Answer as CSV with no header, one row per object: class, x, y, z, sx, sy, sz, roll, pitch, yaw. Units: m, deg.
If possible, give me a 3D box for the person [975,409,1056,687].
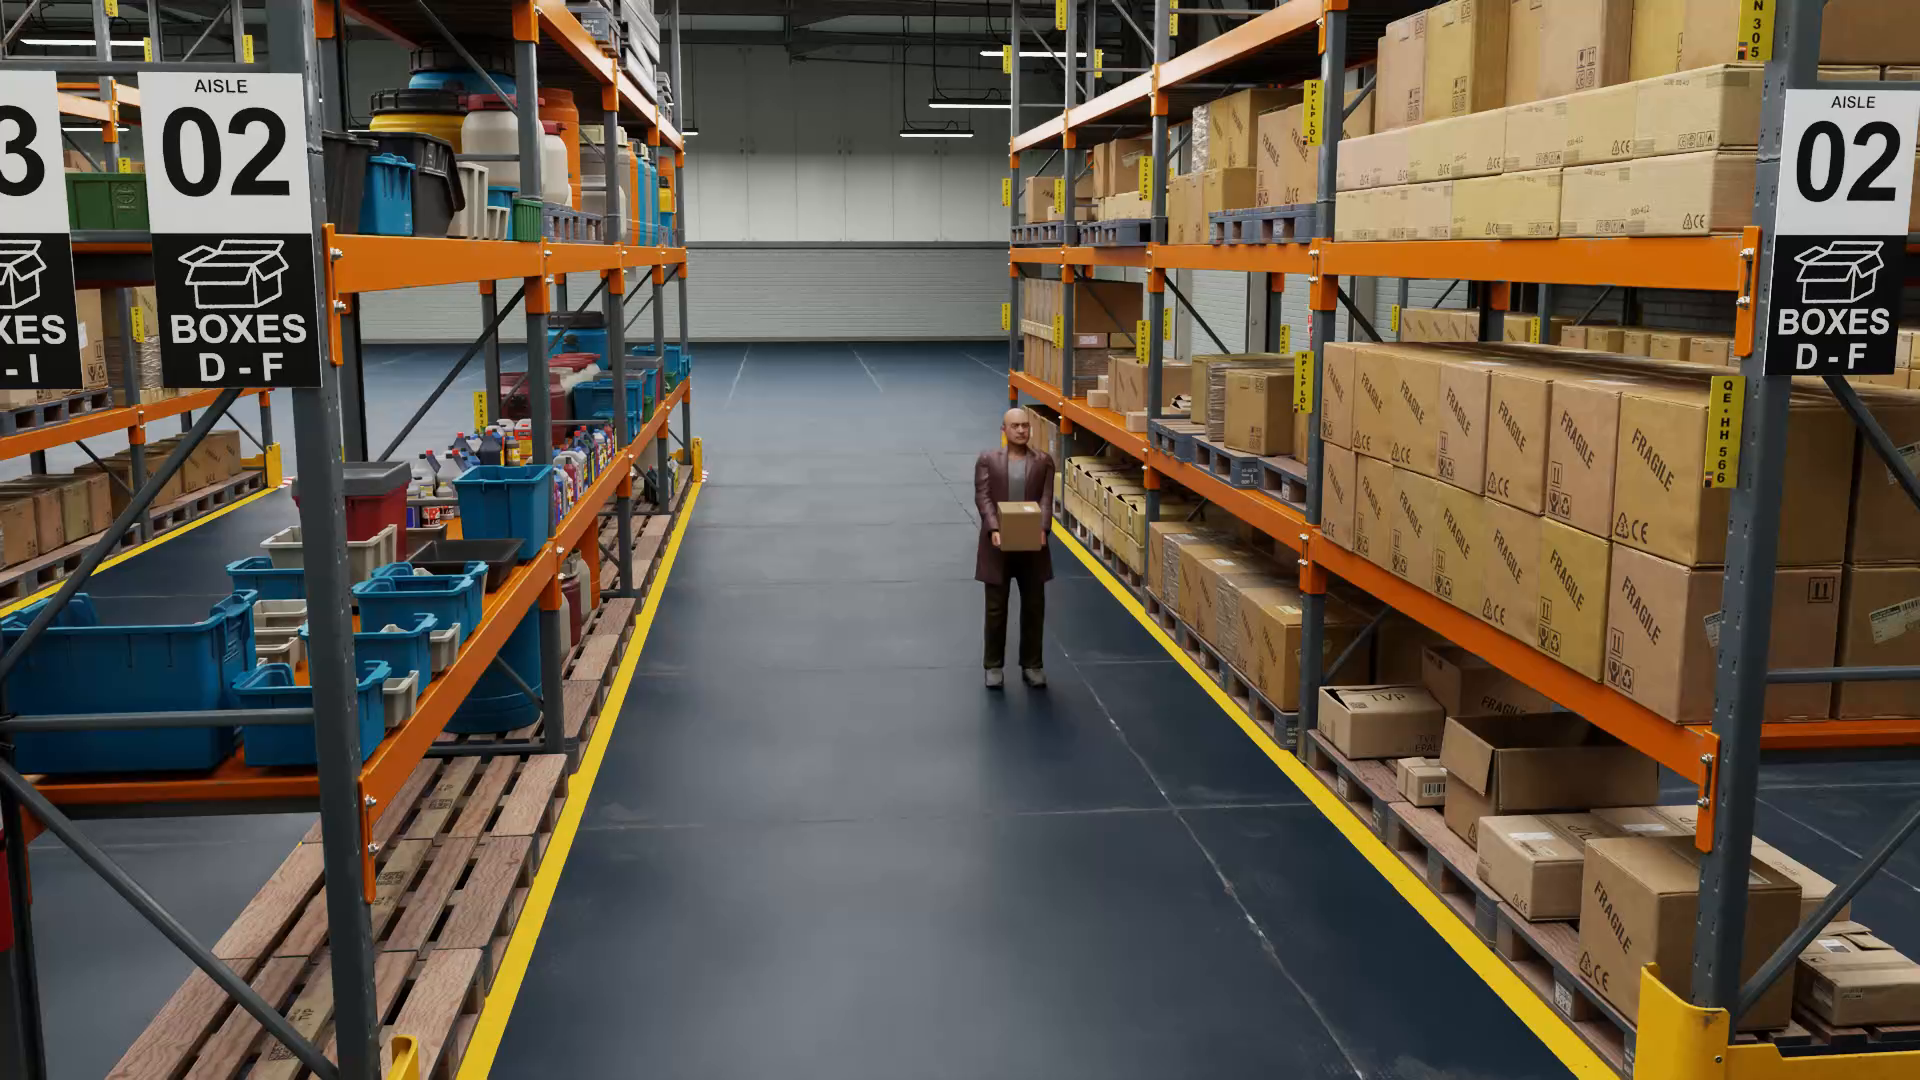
person,0.362,0.063,10.595,0.529,1.770,0.555,-1,10,-5
